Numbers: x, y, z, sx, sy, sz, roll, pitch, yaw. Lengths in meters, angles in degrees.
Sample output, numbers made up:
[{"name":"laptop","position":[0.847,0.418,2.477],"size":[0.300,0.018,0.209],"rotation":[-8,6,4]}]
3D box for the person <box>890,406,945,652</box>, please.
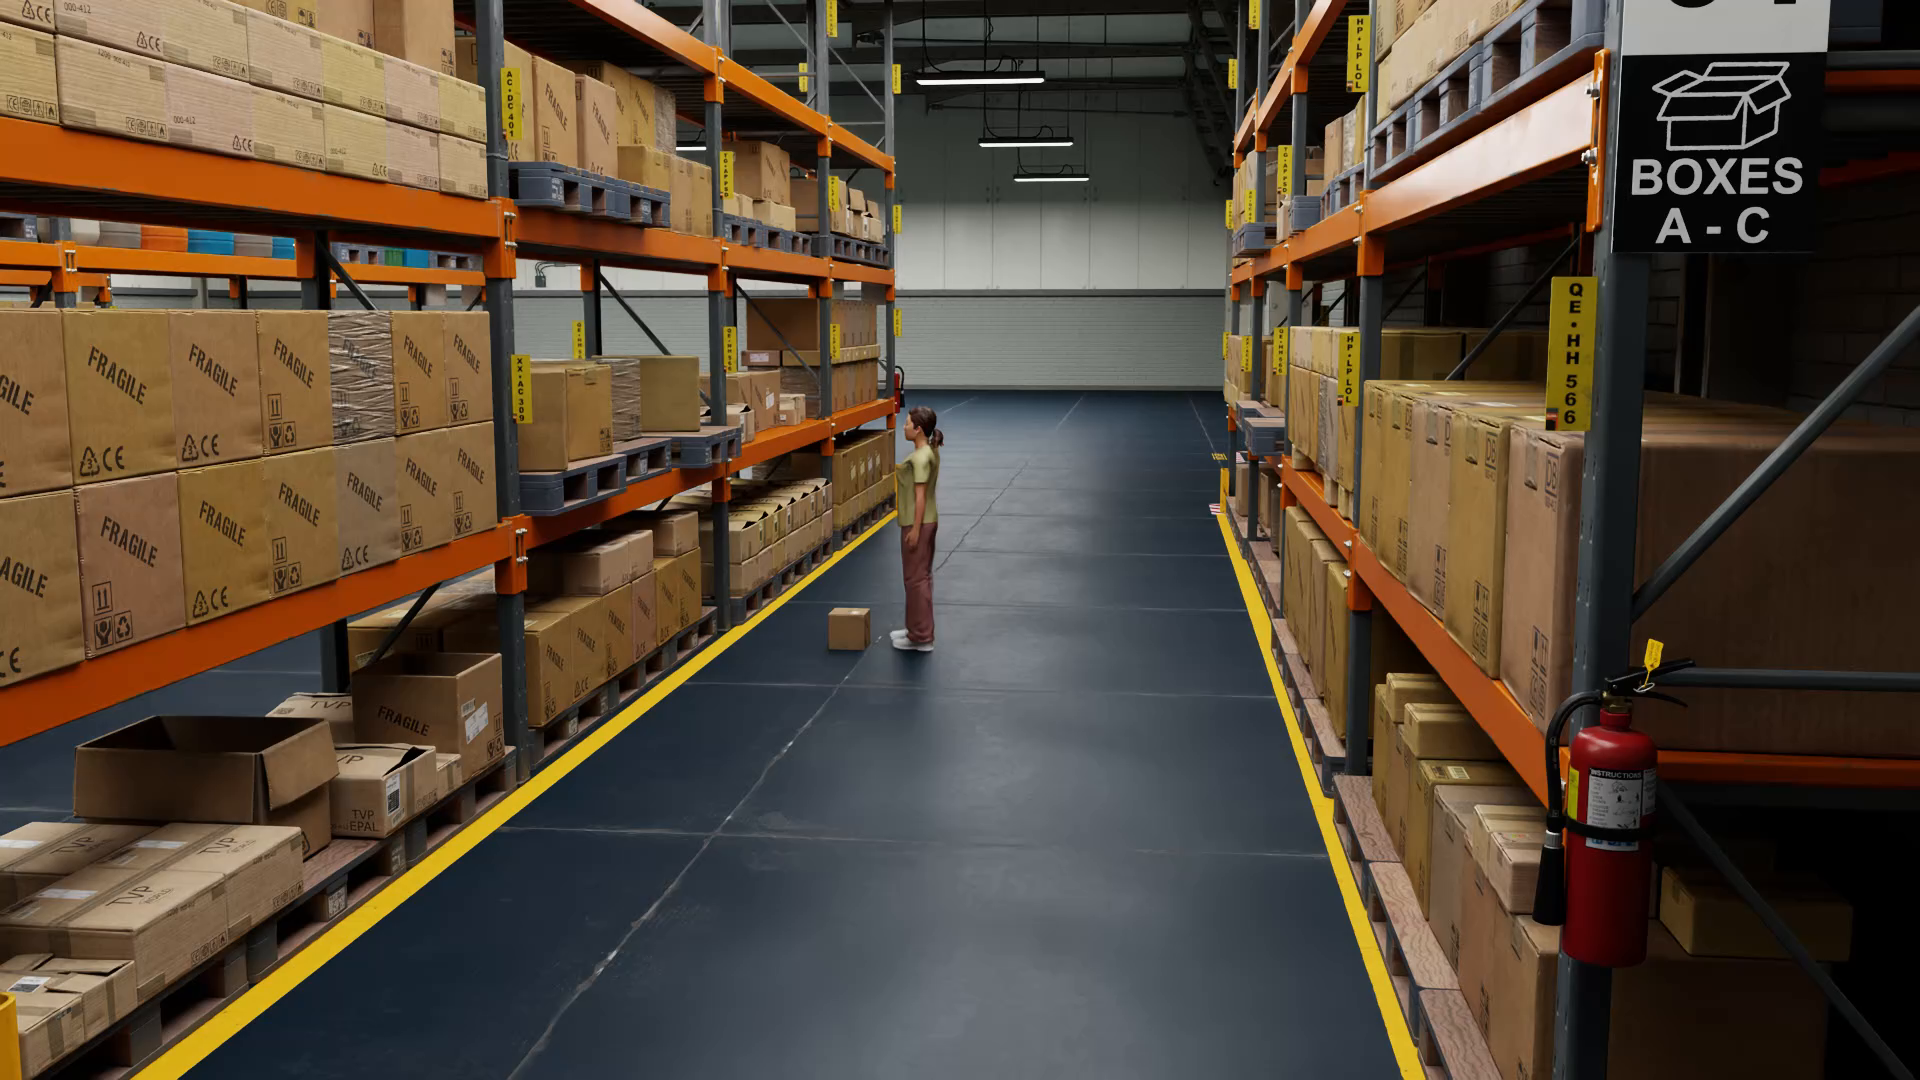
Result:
[{"name":"person","position":[-0.311,-0.086,11.426],"size":[0.439,1.665,0.509],"rotation":[2,8,12]}]
